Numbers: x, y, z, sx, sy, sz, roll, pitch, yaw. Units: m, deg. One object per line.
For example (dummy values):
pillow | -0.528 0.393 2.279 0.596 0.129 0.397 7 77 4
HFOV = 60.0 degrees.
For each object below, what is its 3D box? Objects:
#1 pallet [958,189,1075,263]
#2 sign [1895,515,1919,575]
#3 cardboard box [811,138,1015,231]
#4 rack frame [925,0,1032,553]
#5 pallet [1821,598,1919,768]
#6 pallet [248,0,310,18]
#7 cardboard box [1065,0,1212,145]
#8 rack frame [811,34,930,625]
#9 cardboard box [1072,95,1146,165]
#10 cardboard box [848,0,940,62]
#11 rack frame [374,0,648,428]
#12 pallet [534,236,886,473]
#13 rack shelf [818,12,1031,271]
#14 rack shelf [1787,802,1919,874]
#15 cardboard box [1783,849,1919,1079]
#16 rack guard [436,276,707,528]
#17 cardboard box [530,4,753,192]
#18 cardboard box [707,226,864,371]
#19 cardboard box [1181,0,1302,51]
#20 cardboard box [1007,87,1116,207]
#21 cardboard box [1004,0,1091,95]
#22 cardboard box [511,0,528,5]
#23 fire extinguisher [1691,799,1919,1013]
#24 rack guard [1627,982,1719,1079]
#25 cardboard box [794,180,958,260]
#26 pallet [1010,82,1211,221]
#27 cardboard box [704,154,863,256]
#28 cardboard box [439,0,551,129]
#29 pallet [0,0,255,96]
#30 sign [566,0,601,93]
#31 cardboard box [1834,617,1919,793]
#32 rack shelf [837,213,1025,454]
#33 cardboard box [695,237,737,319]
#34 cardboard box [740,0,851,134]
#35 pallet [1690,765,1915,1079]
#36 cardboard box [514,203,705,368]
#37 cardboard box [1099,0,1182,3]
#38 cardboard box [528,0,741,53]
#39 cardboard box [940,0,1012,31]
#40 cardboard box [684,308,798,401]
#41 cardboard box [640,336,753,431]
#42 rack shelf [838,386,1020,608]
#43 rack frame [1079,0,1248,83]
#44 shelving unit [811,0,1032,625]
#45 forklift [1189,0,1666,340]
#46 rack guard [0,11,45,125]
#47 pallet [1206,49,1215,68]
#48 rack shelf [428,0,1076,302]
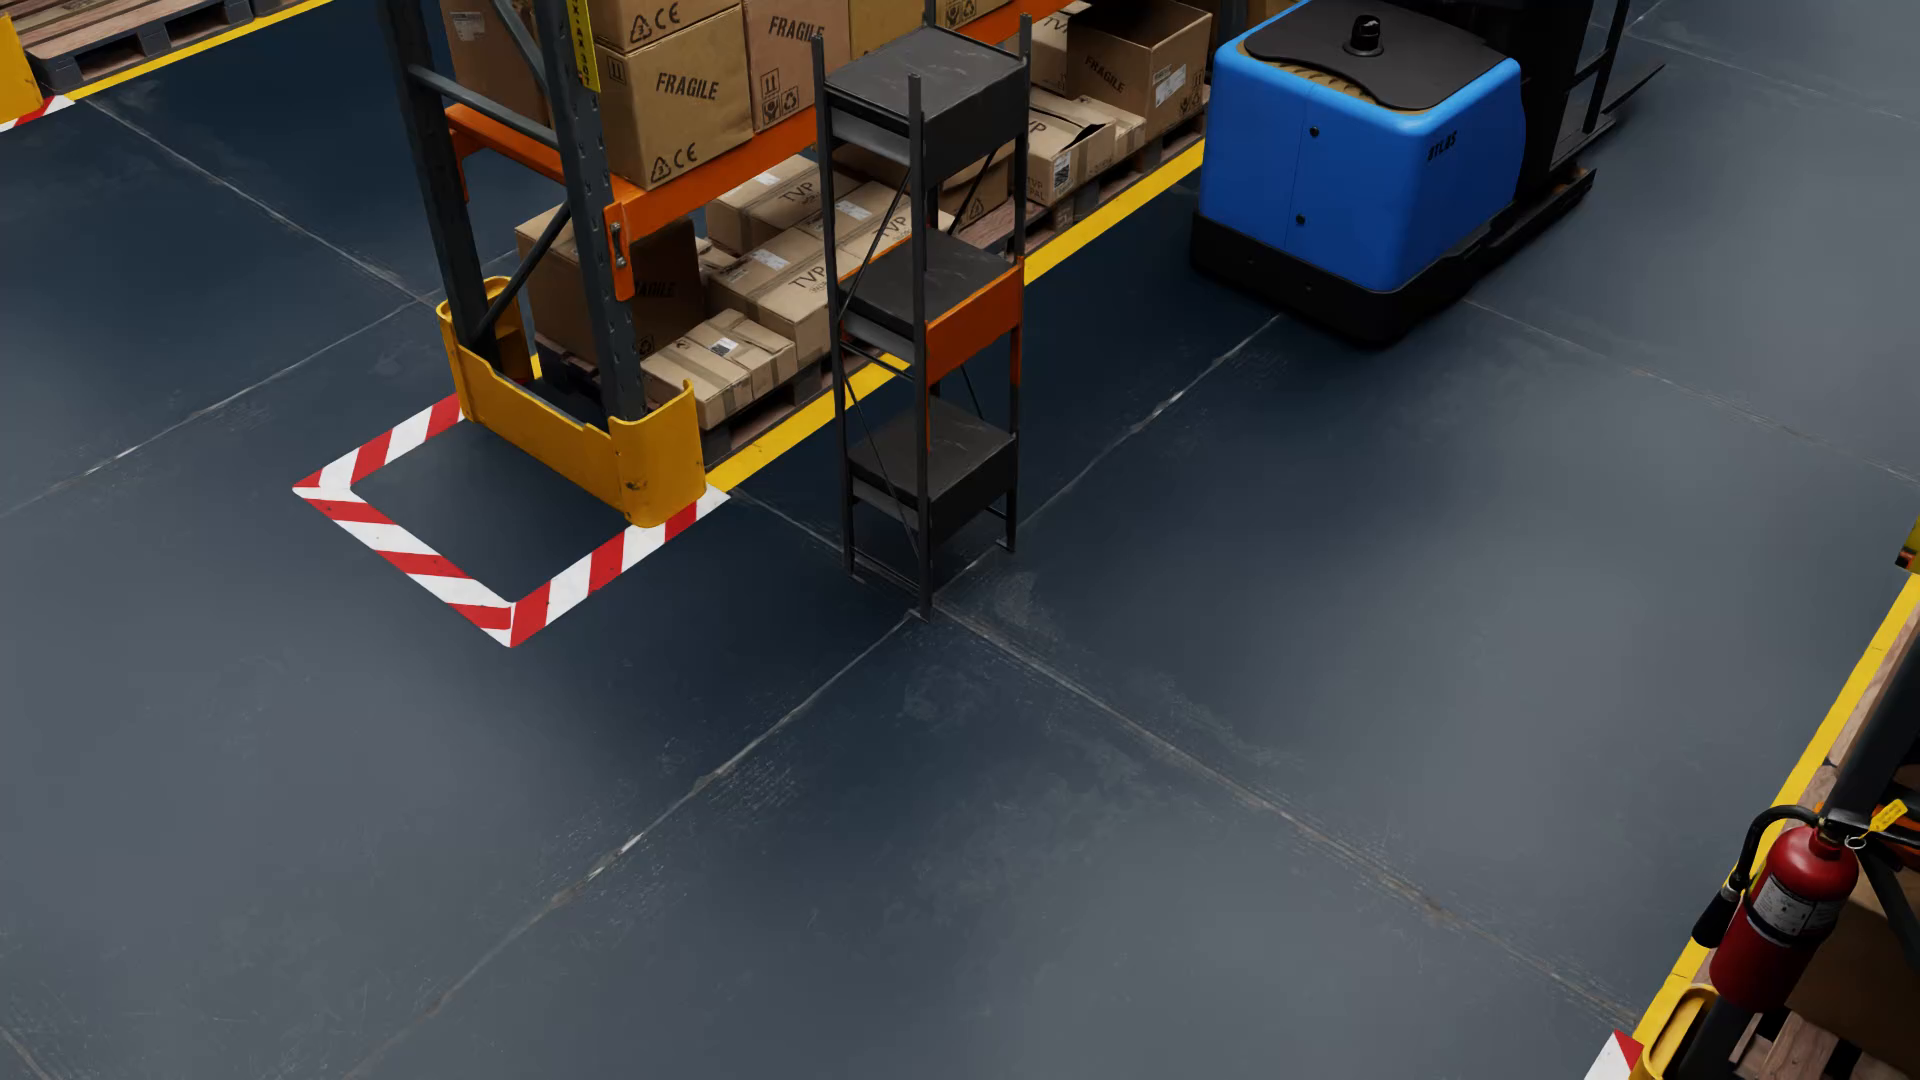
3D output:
pallet | -0.218 -1.482 7.723 1.003 0.211 1.213 29 50 28
sign | 1.823 -0.053 3.042 0.100 0.325 0.005 29 50 28
cardboard box | -0.196 -1.767 7.492 0.797 0.503 0.637 29 50 28
rack frame | 0.050 -0.817 5.588 0.400 2.100 0.015 29 50 28
pallet | 3.469 0.666 5.361 1.003 0.211 1.213 29 50 28
pallet | -4.008 -3.586 10.037 1.003 0.211 1.213 29 50 28
cardboard box | 0.860 -2.319 8.102 0.500 0.500 0.500 29 50 28
rack frame | -0.264 -0.566 5.312 0.400 2.100 0.015 29 50 28
cardboard box | 0.664 -1.970 7.979 0.380 0.149 0.250 29 50 28
cardboard box | -0.424 -2.114 6.271 0.500 0.500 0.500 29 50 28
rack frame | -1.565 -1.438 5.602 1.000 3.000 0.127 29 50 28
pallet | -1.004 -0.856 7.035 1.003 0.211 1.213 29 50 28
rack shelf | -0.107 -1.199 4.988 0.431 0.518 0.480 29 50 28
rack shelf | 3.516 -0.059 4.620 1.077 0.370 4.000 29 50 28
cardboard box | 2.603 1.071 4.389 0.700 0.500 0.500 29 50 28
rack guard | -1.516 -0.552 6.486 1.175 0.500 0.348 29 50 28
cardboard box | -1.078 -1.589 5.694 0.500 0.500 0.500 31 50 29
cardboard box | -0.676 -0.998 6.835 0.500 0.250 0.500 29 50 28
cardboard box | 1.507 -2.879 8.718 0.500 0.500 0.500 27 49 27
cardboard box | 0.377 -1.863 7.741 0.500 0.311 0.500 29 50 28
cardboard box | 0.574 -2.543 8.489 0.500 0.311 0.500 29 50 28
cardboard box | -1.489 -2.193 5.615 0.500 0.500 0.500 29 50 28
fire extinguisher | 1.779 0.749 3.531 0.296 0.674 0.183 29 50 28
rack guard | 2.213 1.642 4.072 1.175 0.500 0.348 29 50 28
cardboard box | -0.354 -1.255 7.118 0.500 0.250 0.500 29 50 28
pallet | 0.567 -2.113 8.417 1.003 0.211 1.213 29 50 28
cardboard box | -0.769 -1.446 7.328 0.500 0.250 0.500 29 50 28
cardboard box | -1.485 -1.823 5.951 0.500 0.500 0.500 31 51 30
pallet | -4.793 -2.961 9.349 1.003 0.211 1.213 29 50 28
sign | -1.150 -1.523 5.052 0.100 0.325 0.005 29 50 28
cardboard box | 2.549 0.327 3.438 0.980 0.700 0.700 32 51 30
rack shelf | -0.107 -0.682 5.459 0.431 0.518 0.480 29 50 28
cardboard box | -1.074 -1.109 7.019 0.380 0.166 0.250 29 50 28
cardboard box | -0.750 -1.857 5.989 0.500 0.500 0.500 29 50 28
pallet | 2.684 1.291 4.673 1.003 0.211 1.213 29 50 28
cardboard box | -1.404 -1.062 6.720 0.500 0.500 0.500 29 50 28
cardboard box | 1.108 -3.114 8.976 0.500 0.500 0.500 29 50 28
cardboard box | -1.078 -1.959 5.357 0.500 0.500 0.500 31 51 30
cardboard box | -0.101 -2.371 6.554 0.500 0.500 0.500 30 50 29
cardboard box | -0.872 -0.748 6.622 0.380 0.166 0.250 29 50 28
cardboard box | -1.032 -0.613 6.486 0.380 0.149 0.250 29 50 28
rack shelf | -0.107 -0.164 5.930 0.431 0.518 0.480 29 50 28
rack frame | 1.009 -3.498 7.867 1.000 3.000 0.127 29 50 28
shelving unit | -0.107 -0.692 5.450 0.431 2.100 0.503 29 50 28
forklift | 2.414 -2.836 7.191 1.130 2.935 3.031 32 51 30
rack guard | -5.359 -2.642 8.784 1.175 0.500 0.348 29 50 28
pallet | 1.504 -2.901 9.284 1.003 0.211 1.213 29 50 28
rack shelf | -0.278 -2.202 6.976 1.077 0.370 4.000 29 50 28
